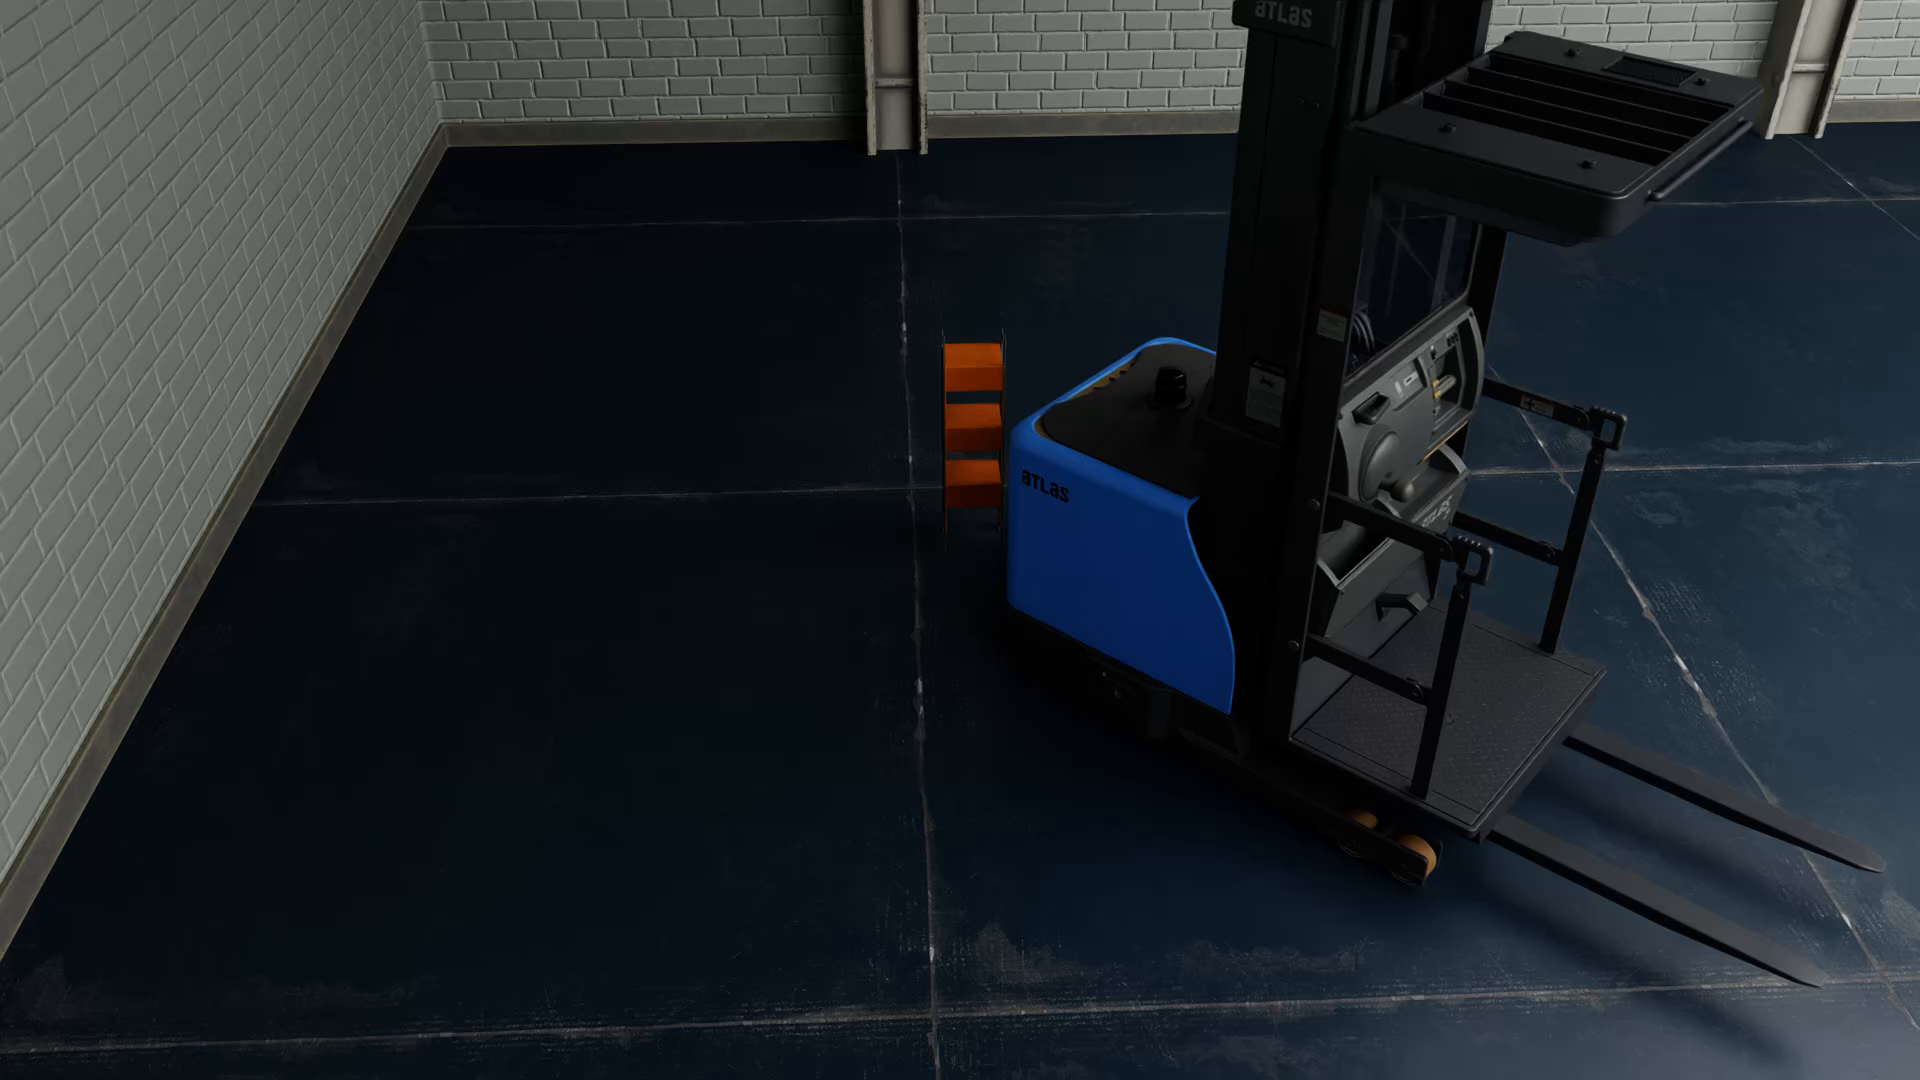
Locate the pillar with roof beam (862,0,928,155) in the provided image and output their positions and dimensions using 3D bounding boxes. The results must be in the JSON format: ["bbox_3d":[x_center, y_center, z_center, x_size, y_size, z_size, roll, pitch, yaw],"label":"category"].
[{"bbox_3d":[-0.214,-3.869,4.932,0.400,9.000,9.100,-2,35,-2],"label":"pillar with roof beam"}]

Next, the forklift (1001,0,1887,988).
[{"bbox_3d":[1.615,-0.393,5.242,3.031,2.935,1.130,26,42,32],"label":"forklift"}]

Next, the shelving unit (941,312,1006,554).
[{"bbox_3d":[0.053,-0.433,6.953,0.252,1.050,0.215,-2,35,-2],"label":"shelving unit"}]

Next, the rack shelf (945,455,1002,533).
[{"bbox_3d":[0.053,-0.196,7.117,0.240,0.259,0.215,-2,35,-2],"label":"rack shelf"}]

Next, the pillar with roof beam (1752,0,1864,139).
[{"bbox_3d":[5.780,-4.030,5.166,0.400,9.000,9.100,-2,35,-2],"label":"pillar with roof beam"}]

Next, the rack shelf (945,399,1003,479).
[{"bbox_3d":[0.053,-0.424,6.959,0.240,0.259,0.215,-2,35,-2],"label":"rack shelf"}]

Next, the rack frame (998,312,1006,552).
[{"bbox_3d":[0.175,-0.436,6.958,0.008,1.050,0.200,-2,35,-2],"label":"rack frame"}]

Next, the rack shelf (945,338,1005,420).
[{"bbox_3d":[0.053,-0.658,6.798,0.240,0.259,0.215,-2,35,-2],"label":"rack shelf"}]

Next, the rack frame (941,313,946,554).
[{"bbox_3d":[-0.068,-0.430,6.949,0.008,1.050,0.200,-2,35,-2],"label":"rack frame"}]
